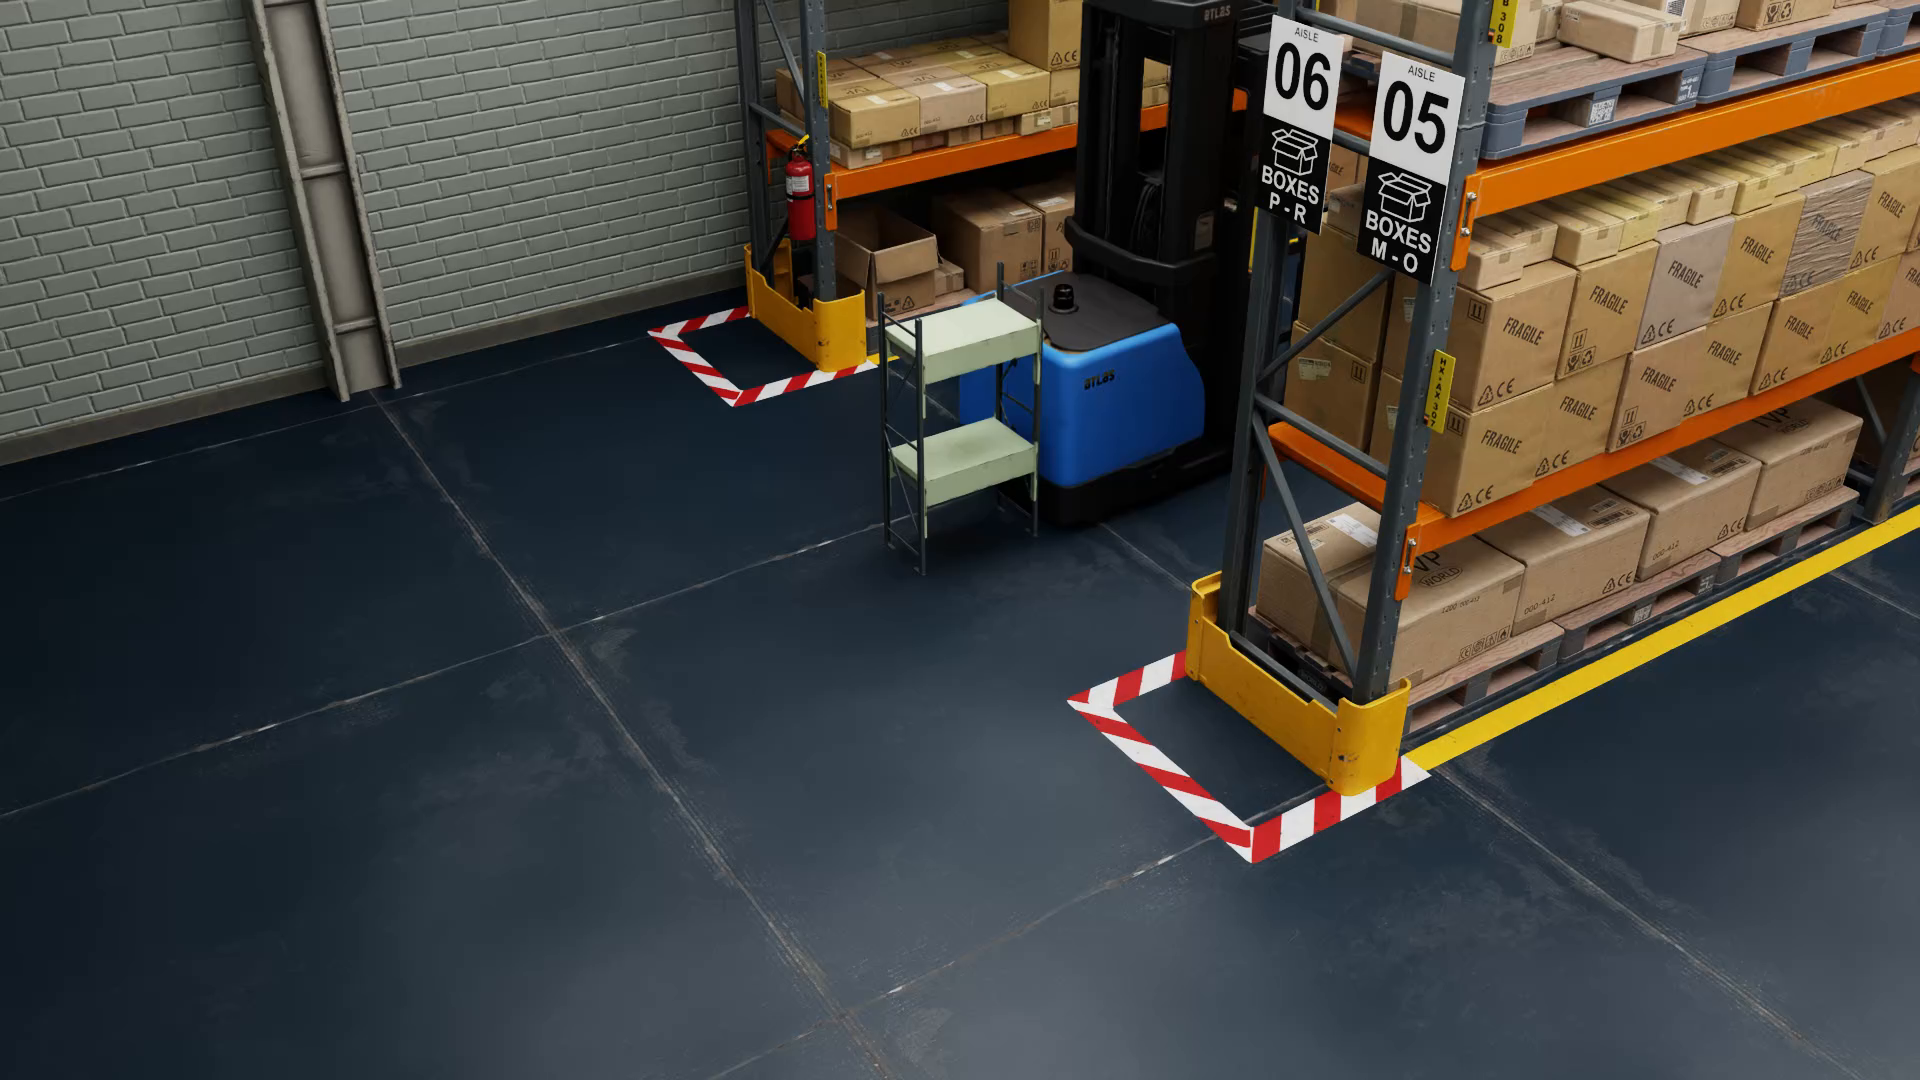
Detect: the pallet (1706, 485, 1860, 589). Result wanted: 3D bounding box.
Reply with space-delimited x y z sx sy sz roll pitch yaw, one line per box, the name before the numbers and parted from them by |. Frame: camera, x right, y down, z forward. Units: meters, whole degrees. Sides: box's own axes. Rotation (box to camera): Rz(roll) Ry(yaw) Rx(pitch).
pallet | 4.248 -0.219 9.400 1.213 0.211 1.003 -19 37 -27

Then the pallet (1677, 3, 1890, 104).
pallet | 3.211 -2.232 7.249 1.213 0.211 1.003 -19 37 -27

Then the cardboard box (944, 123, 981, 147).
cardboard box | -0.064 -2.749 11.032 0.250 0.149 0.380 -18 36 -26

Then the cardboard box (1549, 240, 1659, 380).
cardboard box | 2.555 -1.056 7.081 0.500 0.500 0.500 -20 37 -29

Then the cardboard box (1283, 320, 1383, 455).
cardboard box | 1.829 -0.728 7.498 0.500 0.500 0.500 -19 37 -27

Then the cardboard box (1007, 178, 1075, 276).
cardboard box | 0.678 -2.244 11.946 0.500 0.500 0.500 -18 37 -26

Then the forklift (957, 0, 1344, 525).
forklift | 1.462 -1.950 9.595 3.031 2.935 1.130 -22 38 -31

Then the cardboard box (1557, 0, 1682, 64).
cardboard box | 2.606 -2.021 6.579 0.250 0.149 0.380 -18 36 -26

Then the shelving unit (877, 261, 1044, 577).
shelving unit | 0.006 -0.636 8.853 0.755 1.500 0.431 -19 37 -27

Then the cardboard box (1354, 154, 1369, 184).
cardboard box | 3.207 -3.126 13.343 0.500 0.500 0.500 -19 37 -28

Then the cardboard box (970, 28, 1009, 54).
cardboard box | 0.410 -3.407 11.701 0.500 0.250 0.500 -19 37 -27

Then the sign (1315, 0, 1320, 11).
sign | 2.537 -3.933 11.862 0.005 0.325 0.100 -19 37 -27

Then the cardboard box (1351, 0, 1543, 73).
cardboard box | 1.897 -2.023 6.487 0.500 0.250 0.500 -23 39 -31

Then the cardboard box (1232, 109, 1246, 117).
cardboard box | 2.390 -3.439 13.231 0.250 0.149 0.380 -21 38 -29

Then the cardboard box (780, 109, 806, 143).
cardboard box | -0.992 -2.762 11.052 0.250 0.149 0.380 -19 37 -28

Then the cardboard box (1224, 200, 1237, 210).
cardboard box | 1.927 -2.487 12.660 0.250 0.149 0.380 -20 37 -29

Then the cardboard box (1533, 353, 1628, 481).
cardboard box | 2.536 -0.638 7.356 0.500 0.500 0.500 -20 37 -28

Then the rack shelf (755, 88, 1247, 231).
rack shelf | 0.556 -2.926 11.751 4.000 0.370 1.077 -19 37 -27

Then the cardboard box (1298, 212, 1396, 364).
cardboard box | 1.843 -1.138 7.212 0.500 0.500 0.500 -18 36 -26

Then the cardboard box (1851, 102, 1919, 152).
cardboard box | 4.347 -1.996 7.964 0.250 0.149 0.380 -19 37 -27

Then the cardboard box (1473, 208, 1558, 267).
cardboard box | 2.197 -1.253 6.786 0.250 0.149 0.380 -18 36 -26

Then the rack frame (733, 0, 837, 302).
rack frame | -1.125 -2.652 10.643 0.127 3.000 1.000 -19 37 -27

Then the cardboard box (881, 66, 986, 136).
cardboard box | -0.174 -2.870 10.851 0.500 0.250 0.500 -19 37 -27

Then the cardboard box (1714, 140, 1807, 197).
cardboard box | 3.536 -1.672 7.451 0.250 0.149 0.380 -19 37 -27

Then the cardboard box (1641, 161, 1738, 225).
cardboard box | 3.114 -1.514 7.199 0.250 0.149 0.380 -19 37 -27

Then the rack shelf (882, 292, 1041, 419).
rack shelf | 0.006 -0.966 8.645 0.720 0.370 0.431 -19 37 -27

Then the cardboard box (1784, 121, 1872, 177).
cardboard box | 3.953 -1.826 7.695 0.250 0.149 0.380 -19 37 -28

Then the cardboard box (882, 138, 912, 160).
cardboard box | -0.512 -2.612 10.815 0.250 0.149 0.380 -18 36 -26

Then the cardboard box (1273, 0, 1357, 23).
cardboard box | 2.764 -4.068 12.399 0.500 0.500 0.700 -18 36 -26

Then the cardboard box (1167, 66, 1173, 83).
cardboard box | 1.528 -3.463 11.789 0.500 0.250 0.500 -19 37 -27

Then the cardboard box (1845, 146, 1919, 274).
cardboard box | 4.251 -1.645 8.016 0.500 0.500 0.500 -20 37 -28

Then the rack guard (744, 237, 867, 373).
rack guard | -1.062 -1.617 11.344 0.348 0.500 1.175 -19 37 -27

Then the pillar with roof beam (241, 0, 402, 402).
pillar with roof beam | -1.547 -2.884 5.387 0.400 9.000 9.100 -19 37 -27

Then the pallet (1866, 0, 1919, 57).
pallet | 4.236 -2.583 7.805 1.213 0.211 1.003 -19 37 -27

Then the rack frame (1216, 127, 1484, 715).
rack frame | 1.567 -0.427 7.116 0.127 3.000 1.000 -19 37 -27

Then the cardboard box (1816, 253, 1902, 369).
cardboard box | 4.248 -1.226 8.288 0.500 0.500 0.500 -20 37 -28

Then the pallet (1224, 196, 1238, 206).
pallet | 1.659 -2.431 12.906 1.213 0.211 1.003 -19 37 -27

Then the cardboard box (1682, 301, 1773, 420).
cardboard box | 3.385 -0.929 7.818 0.500 0.500 0.500 -18 36 -26

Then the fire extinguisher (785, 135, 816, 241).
fire extinguisher | -0.999 -2.212 10.367 0.183 0.674 0.296 -19 37 -27

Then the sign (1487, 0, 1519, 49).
sign | 1.863 -1.848 5.664 0.005 0.325 0.100 -19 37 -27

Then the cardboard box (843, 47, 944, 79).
cardboard box | -0.448 -3.115 11.238 0.500 0.250 0.500 -19 37 -27

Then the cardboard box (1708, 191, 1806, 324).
cardboard box | 3.403 -1.353 7.552 0.500 0.500 0.500 -19 37 -27

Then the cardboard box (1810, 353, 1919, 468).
cardboard box | 5.407 -1.077 9.744 0.875 0.875 0.875 -18 36 -26

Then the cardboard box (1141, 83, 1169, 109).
cardboard box | 1.258 -3.175 11.708 0.250 0.149 0.380 -20 37 -28

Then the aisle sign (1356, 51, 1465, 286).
aisle sign | 1.664 -1.376 6.183 0.004 0.787 0.394 -19 37 -27

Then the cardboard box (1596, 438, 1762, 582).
cardboard box | 3.591 -0.285 8.898 0.875 0.438 0.875 -20 37 -29

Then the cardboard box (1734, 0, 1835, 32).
cardboard box | 3.343 -2.474 6.967 0.500 0.500 0.500 -18 37 -26

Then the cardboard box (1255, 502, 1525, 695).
cardboard box | 2.068 0.243 8.061 0.875 0.438 0.875 -20 38 -29

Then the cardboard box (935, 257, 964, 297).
cardboard box | -0.182 -1.863 11.671 0.250 0.149 0.380 -21 38 -29

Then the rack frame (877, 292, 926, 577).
rack frame | -0.302 -0.530 8.685 0.023 1.500 0.400 -19 37 -27

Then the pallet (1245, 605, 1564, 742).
pallet | 2.197 0.486 8.282 1.213 0.211 1.003 -19 37 -27

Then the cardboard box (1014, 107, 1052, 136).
cardboard box | 0.409 -2.868 11.220 0.250 0.149 0.380 -20 37 -29

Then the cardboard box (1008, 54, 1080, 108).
cardboard box | 0.668 -3.176 11.335 0.500 0.250 0.500 -20 37 -28

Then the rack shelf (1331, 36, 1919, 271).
rack shelf | 3.248 -1.970 7.424 4.000 0.370 1.077 -19 37 -27

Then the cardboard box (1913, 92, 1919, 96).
cardboard box | 4.843 -2.091 8.115 0.250 0.149 0.380 -20 37 -28

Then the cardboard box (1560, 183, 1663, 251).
cardboard box | 2.689 -1.361 6.957 0.250 0.149 0.380 -20 37 -29
